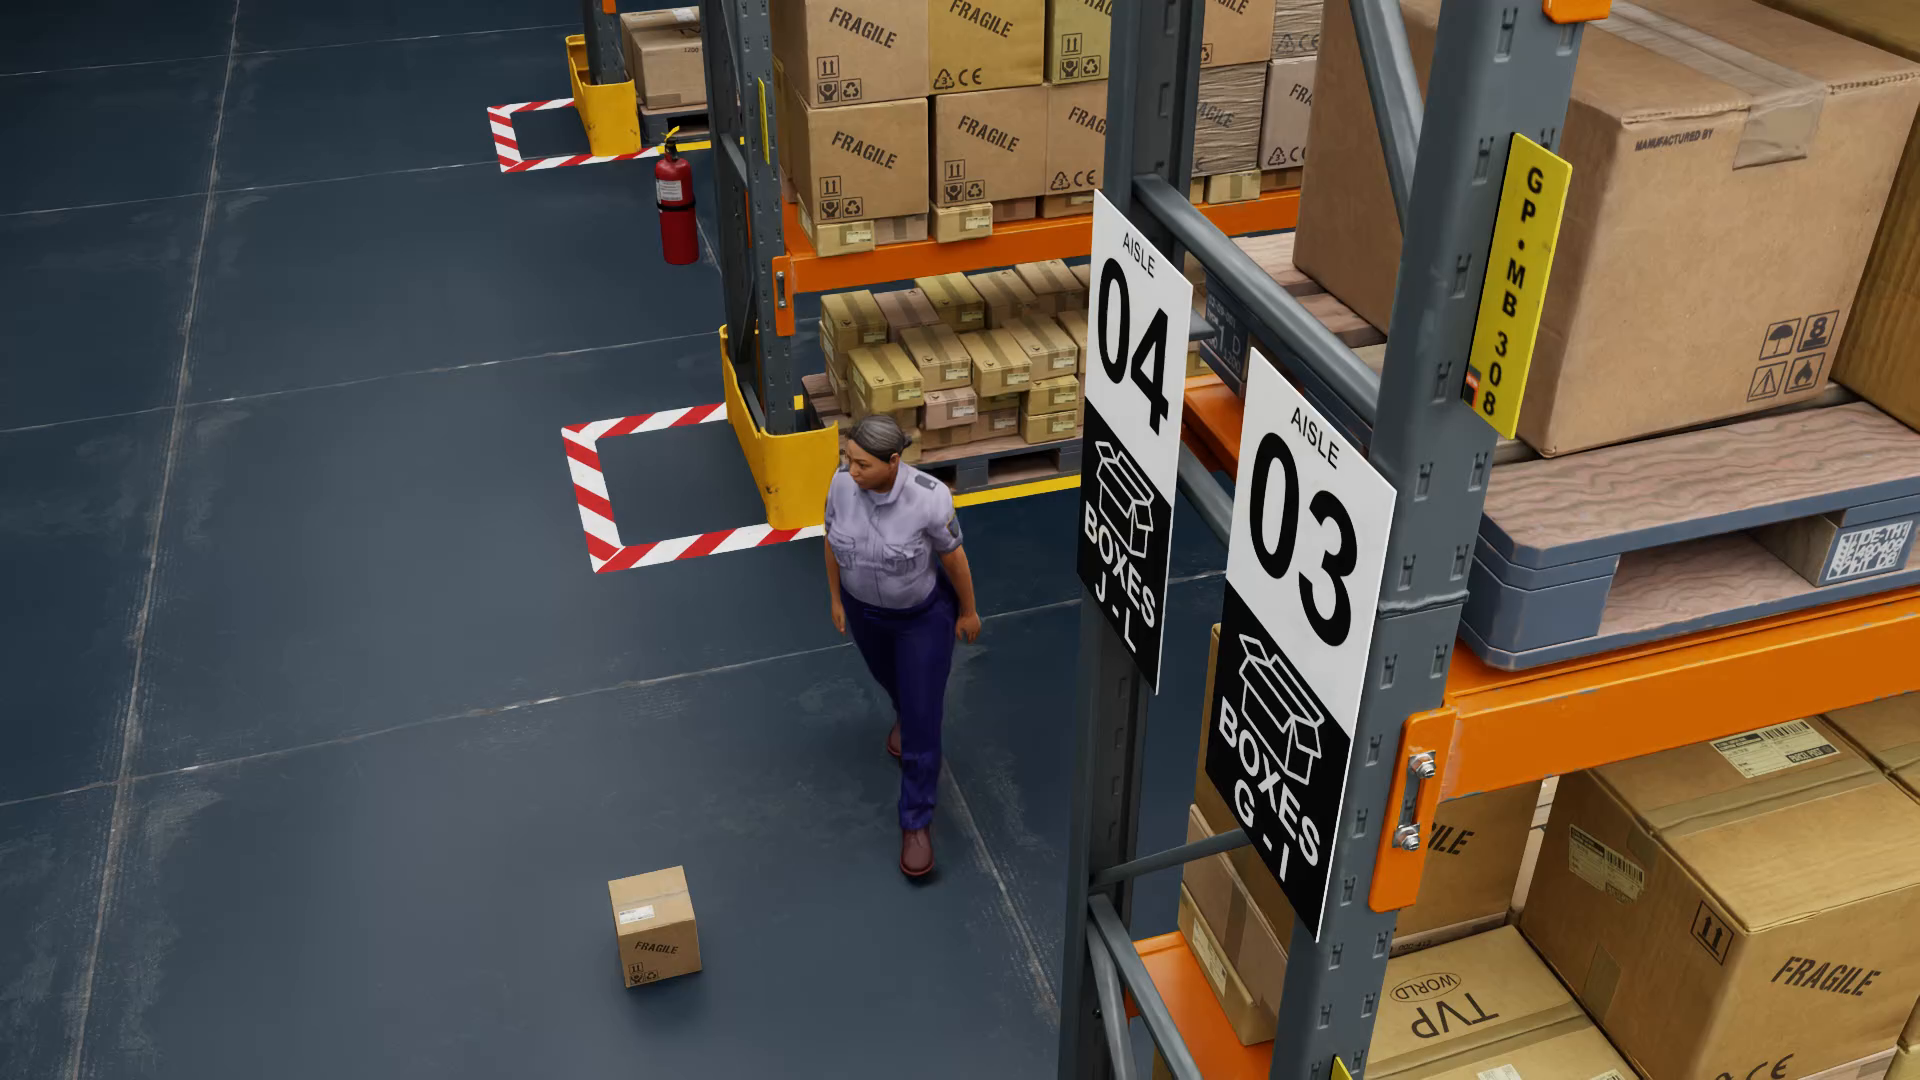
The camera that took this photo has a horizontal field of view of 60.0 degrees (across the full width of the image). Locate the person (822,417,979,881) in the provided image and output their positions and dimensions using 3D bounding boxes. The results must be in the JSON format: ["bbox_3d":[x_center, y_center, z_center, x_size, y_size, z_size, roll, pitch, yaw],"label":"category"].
[{"bbox_3d":[-0.229,0.276,5.742,0.573,1.604,0.868,15,37,20],"label":"person"}]
